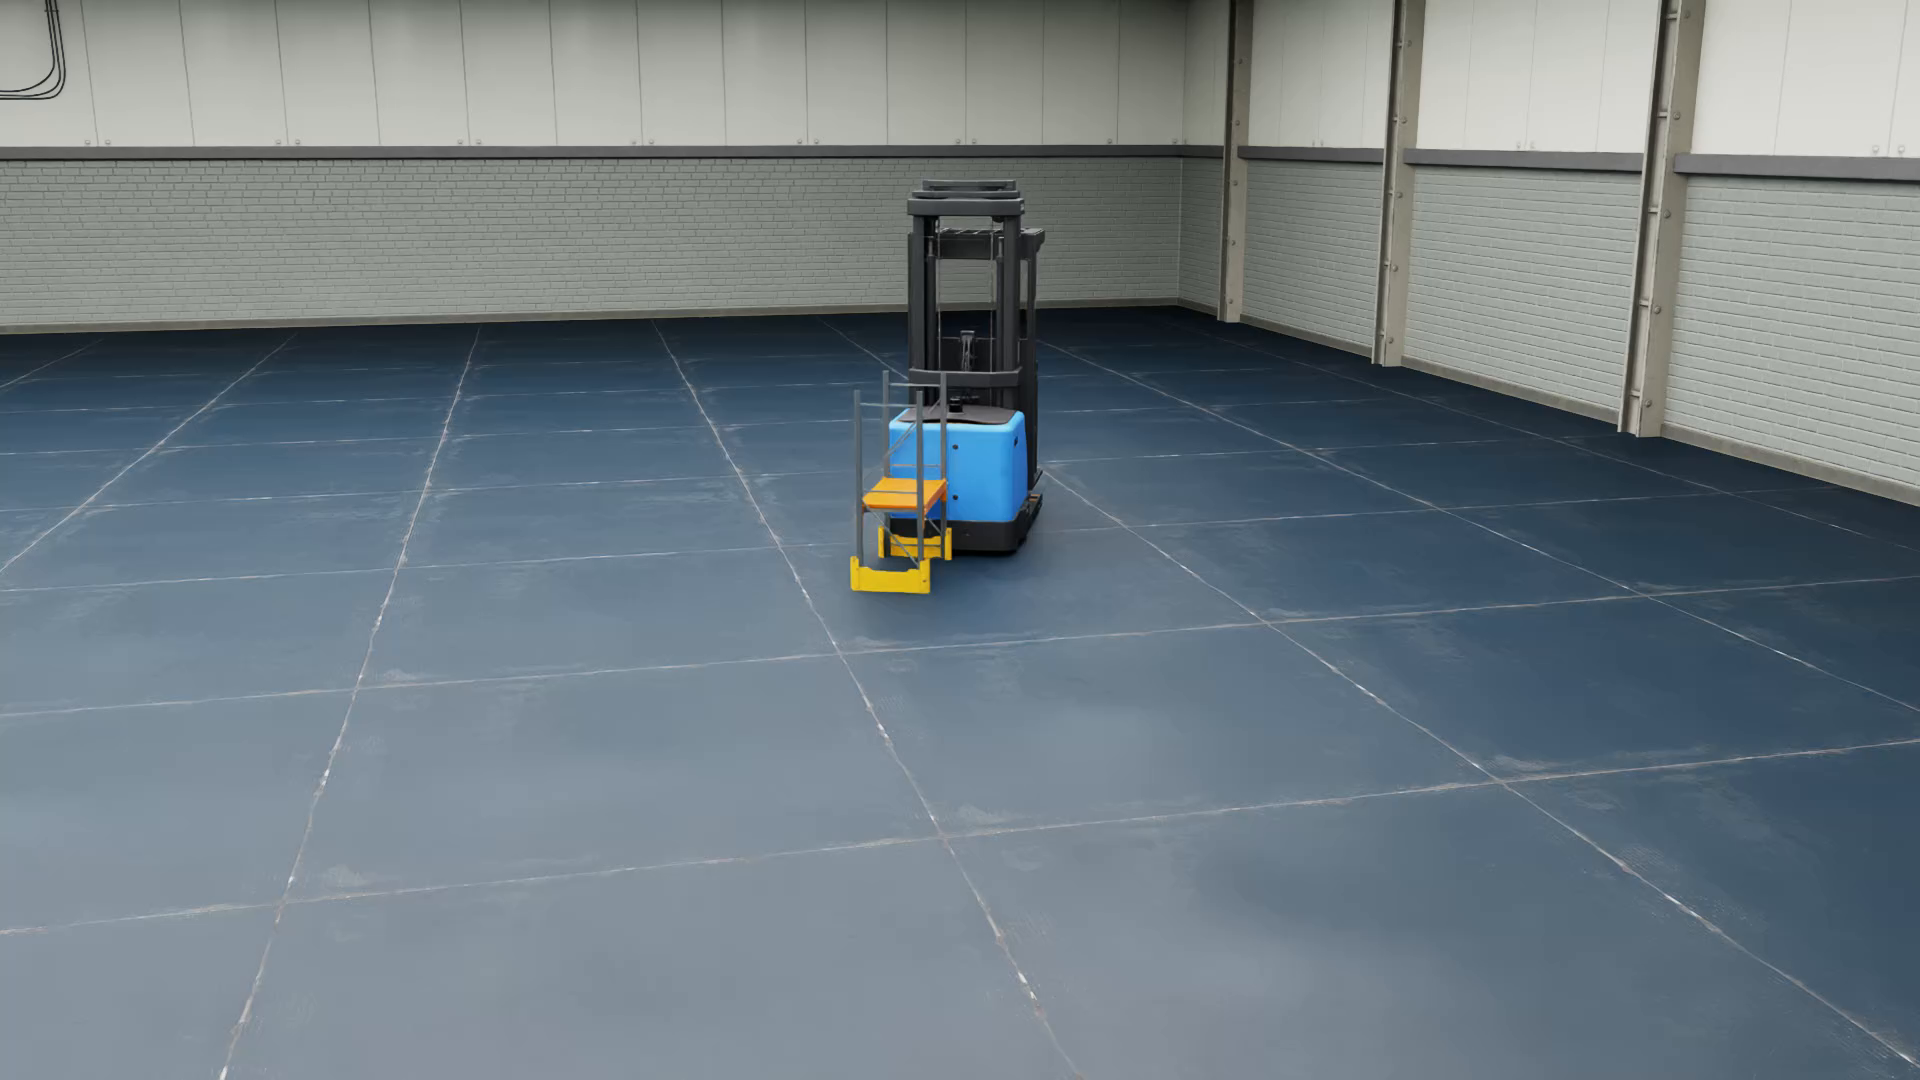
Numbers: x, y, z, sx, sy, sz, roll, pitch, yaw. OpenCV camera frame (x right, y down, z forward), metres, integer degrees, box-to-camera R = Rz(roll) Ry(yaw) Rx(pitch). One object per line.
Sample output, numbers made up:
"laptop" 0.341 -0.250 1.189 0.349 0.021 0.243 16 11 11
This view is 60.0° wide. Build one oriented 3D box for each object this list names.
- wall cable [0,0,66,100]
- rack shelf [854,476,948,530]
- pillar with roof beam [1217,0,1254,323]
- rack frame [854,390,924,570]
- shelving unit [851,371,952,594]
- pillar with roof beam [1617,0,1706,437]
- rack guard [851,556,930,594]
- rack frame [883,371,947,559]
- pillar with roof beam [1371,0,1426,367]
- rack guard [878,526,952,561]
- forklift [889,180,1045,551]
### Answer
"wall cable" -15.904 -9.519 26.765 2.305 6.003 0.169 -3 14 -13
"rack shelf" -0.436 -0.292 12.720 0.538 0.185 1.000 2 14 9
"pillar with roof beam" 0.705 -8.104 28.139 9.100 9.000 0.400 -3 14 -13
"rack frame" -0.516 -0.348 12.190 0.500 1.500 0.032 2 14 9
"shelving unit" -0.437 -0.465 12.669 0.587 1.500 1.083 2 14 9
"pillar with roof beam" 3.523 -5.336 16.808 9.100 9.000 0.400 -3 14 -13
"rack guard" -0.516 0.259 12.340 0.587 0.250 0.087 2 14 9
"rack frame" -0.356 -0.586 13.165 0.500 1.500 0.032 2 14 9
"pillar with roof beam" 2.114 -6.720 22.473 9.100 9.000 0.400 -3 14 -13
"rack guard" -0.359 0.026 13.295 0.587 0.250 0.087 2 14 9
"forklift" 0.139 -1.634 14.440 1.130 2.935 3.031 2 14 9
